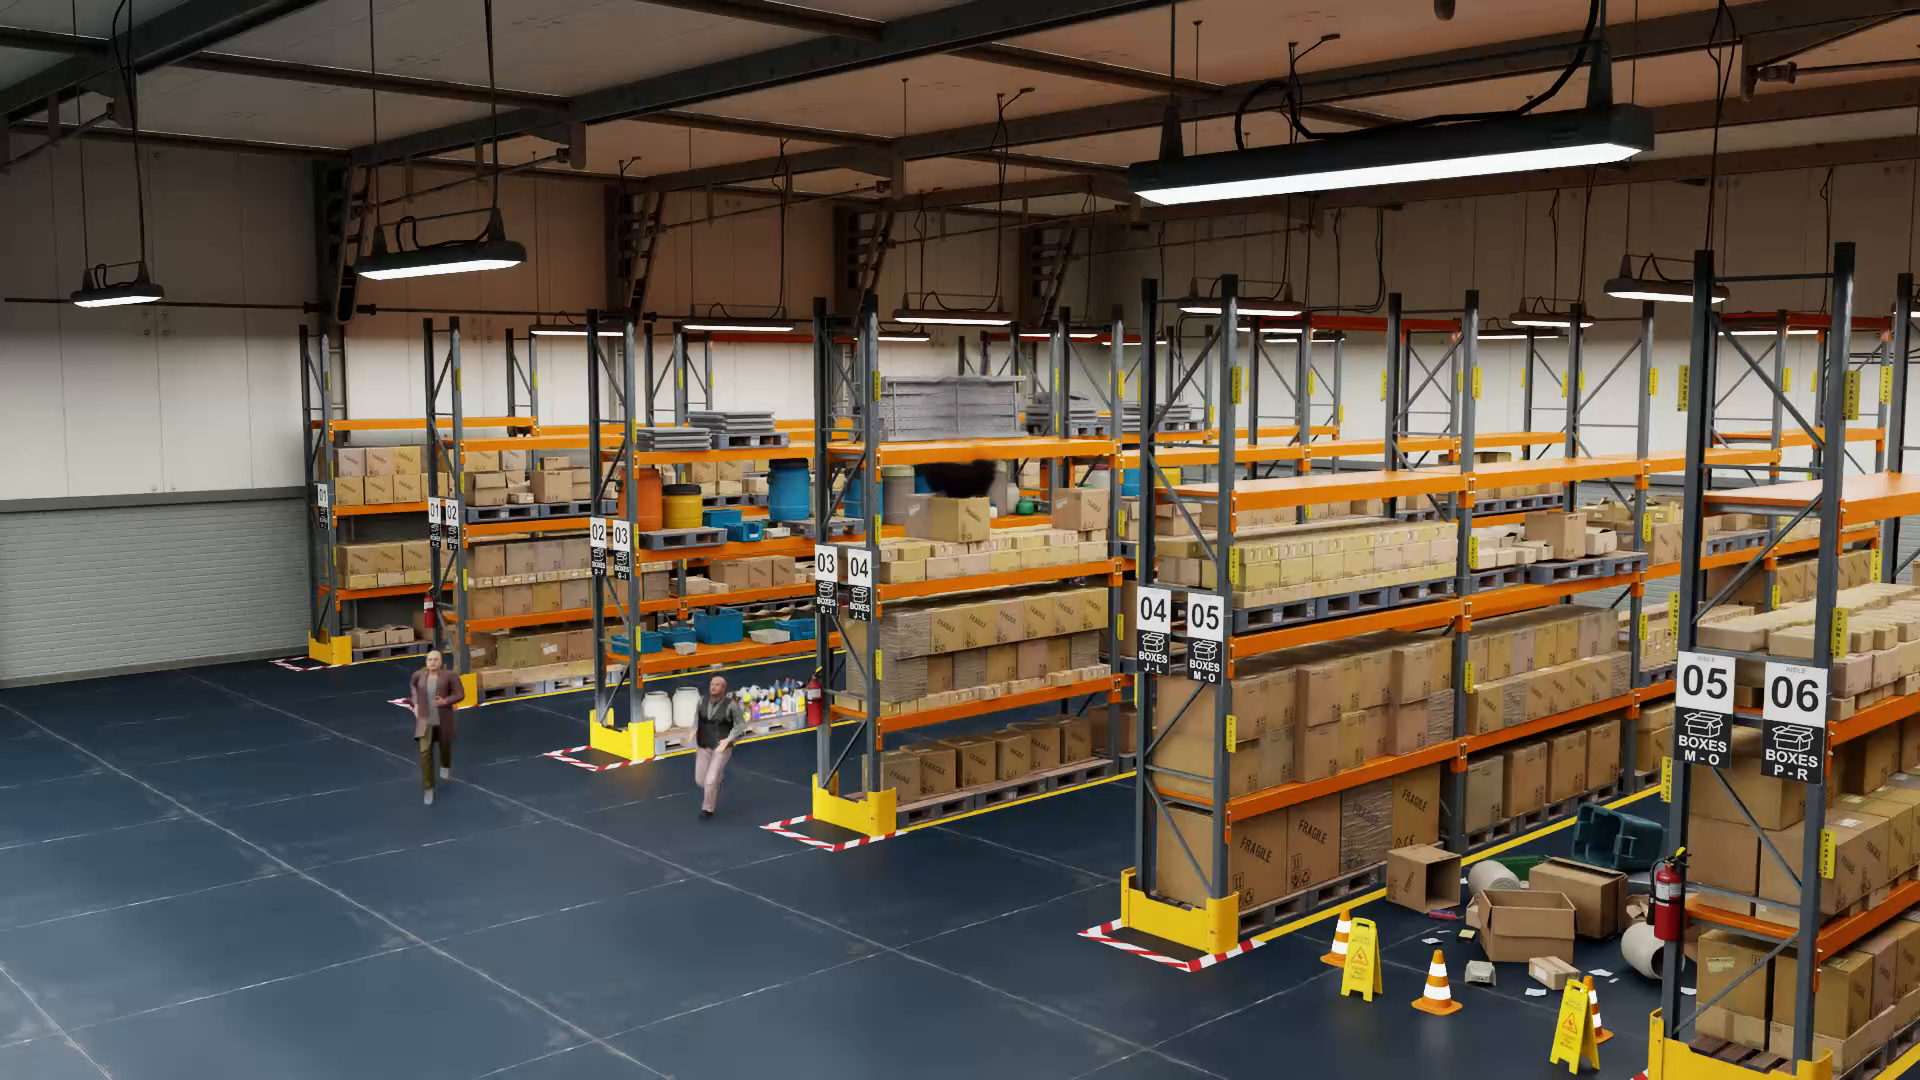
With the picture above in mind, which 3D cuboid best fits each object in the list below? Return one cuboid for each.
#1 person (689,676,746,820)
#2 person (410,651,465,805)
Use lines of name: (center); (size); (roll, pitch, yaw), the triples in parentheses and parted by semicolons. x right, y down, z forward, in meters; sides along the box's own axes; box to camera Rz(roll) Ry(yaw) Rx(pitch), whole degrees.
person: (-2.800, 2.410, 19.403); (0.666, 1.688, 0.641); (2, 6, 19)
person: (-6.388, 2.249, 20.366); (0.669, 1.842, 1.111); (-1, 6, -12)
